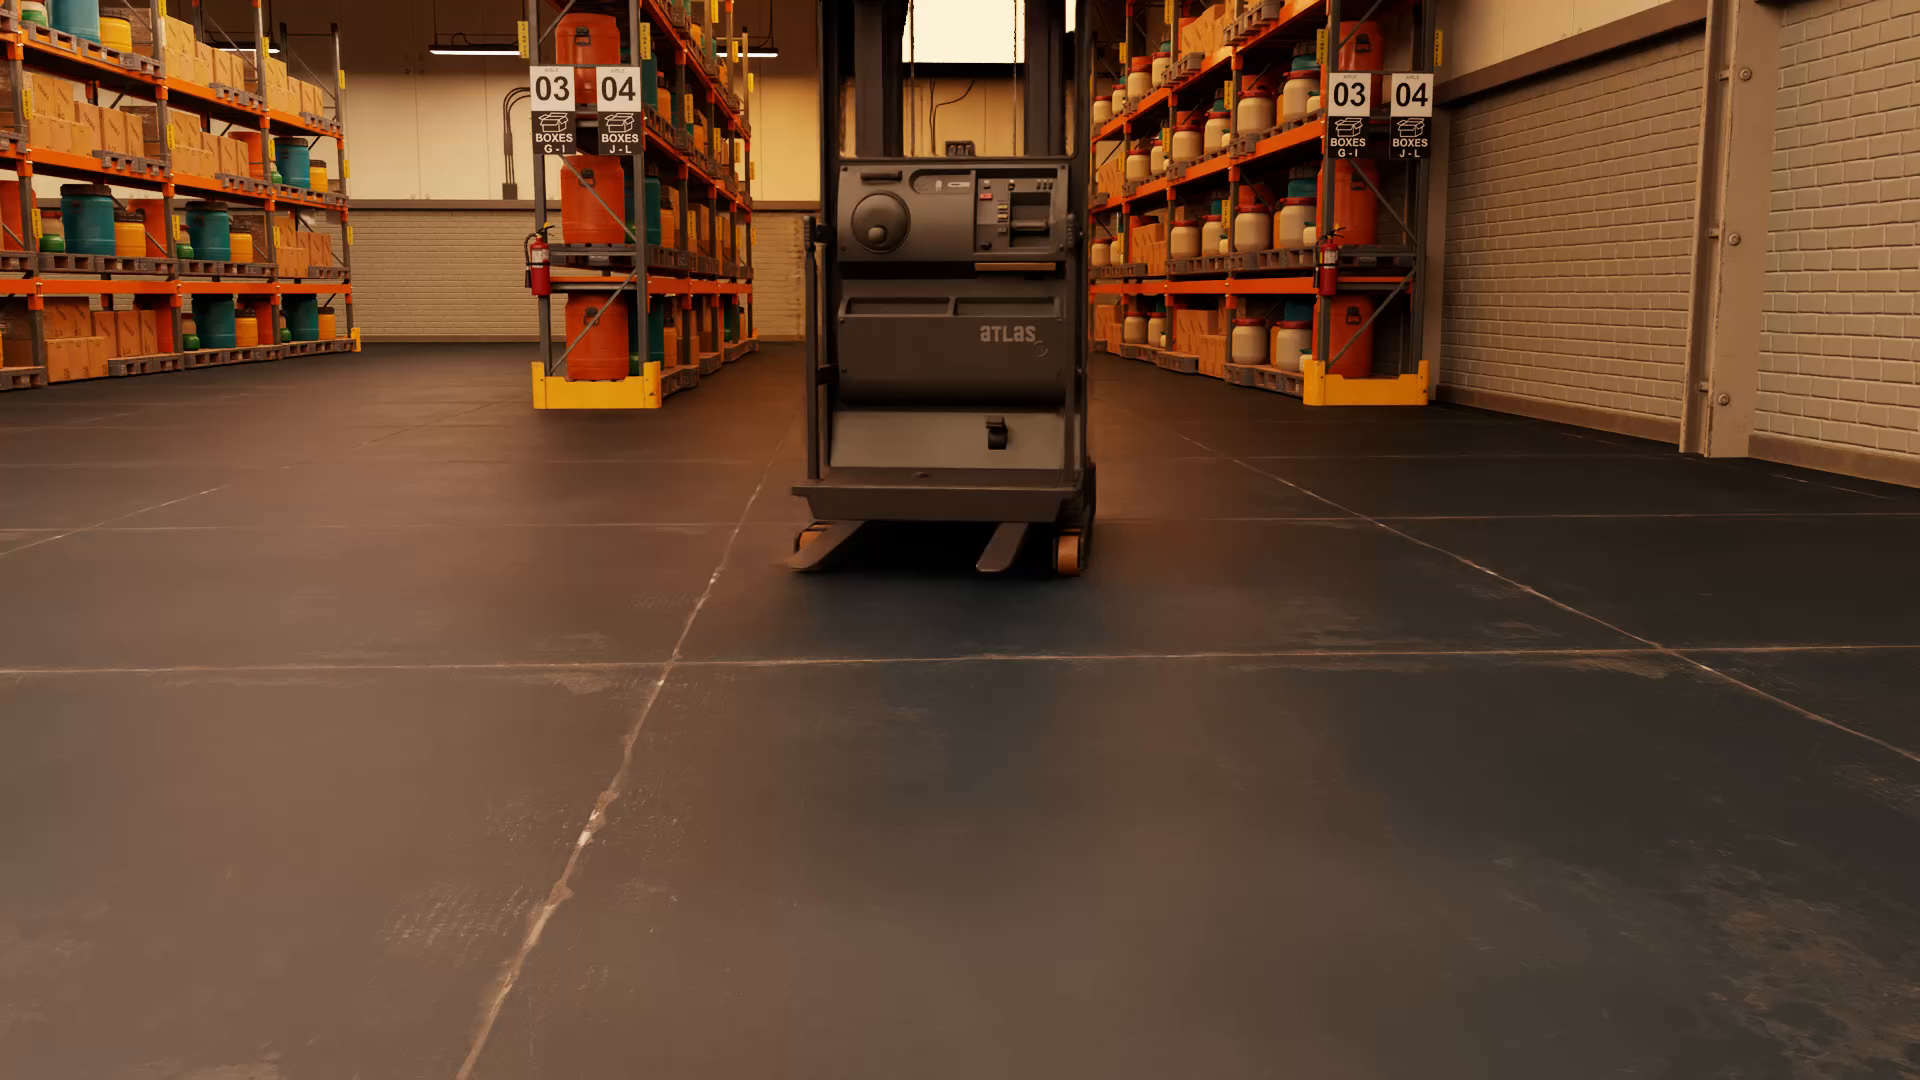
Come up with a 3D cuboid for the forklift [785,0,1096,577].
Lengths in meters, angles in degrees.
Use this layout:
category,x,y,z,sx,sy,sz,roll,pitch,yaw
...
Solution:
category,x,y,z,sx,sy,sz,roll,pitch,yaw
forklift,-0.049,-1.359,6.485,1.130,2.935,3.031,1,8,6
